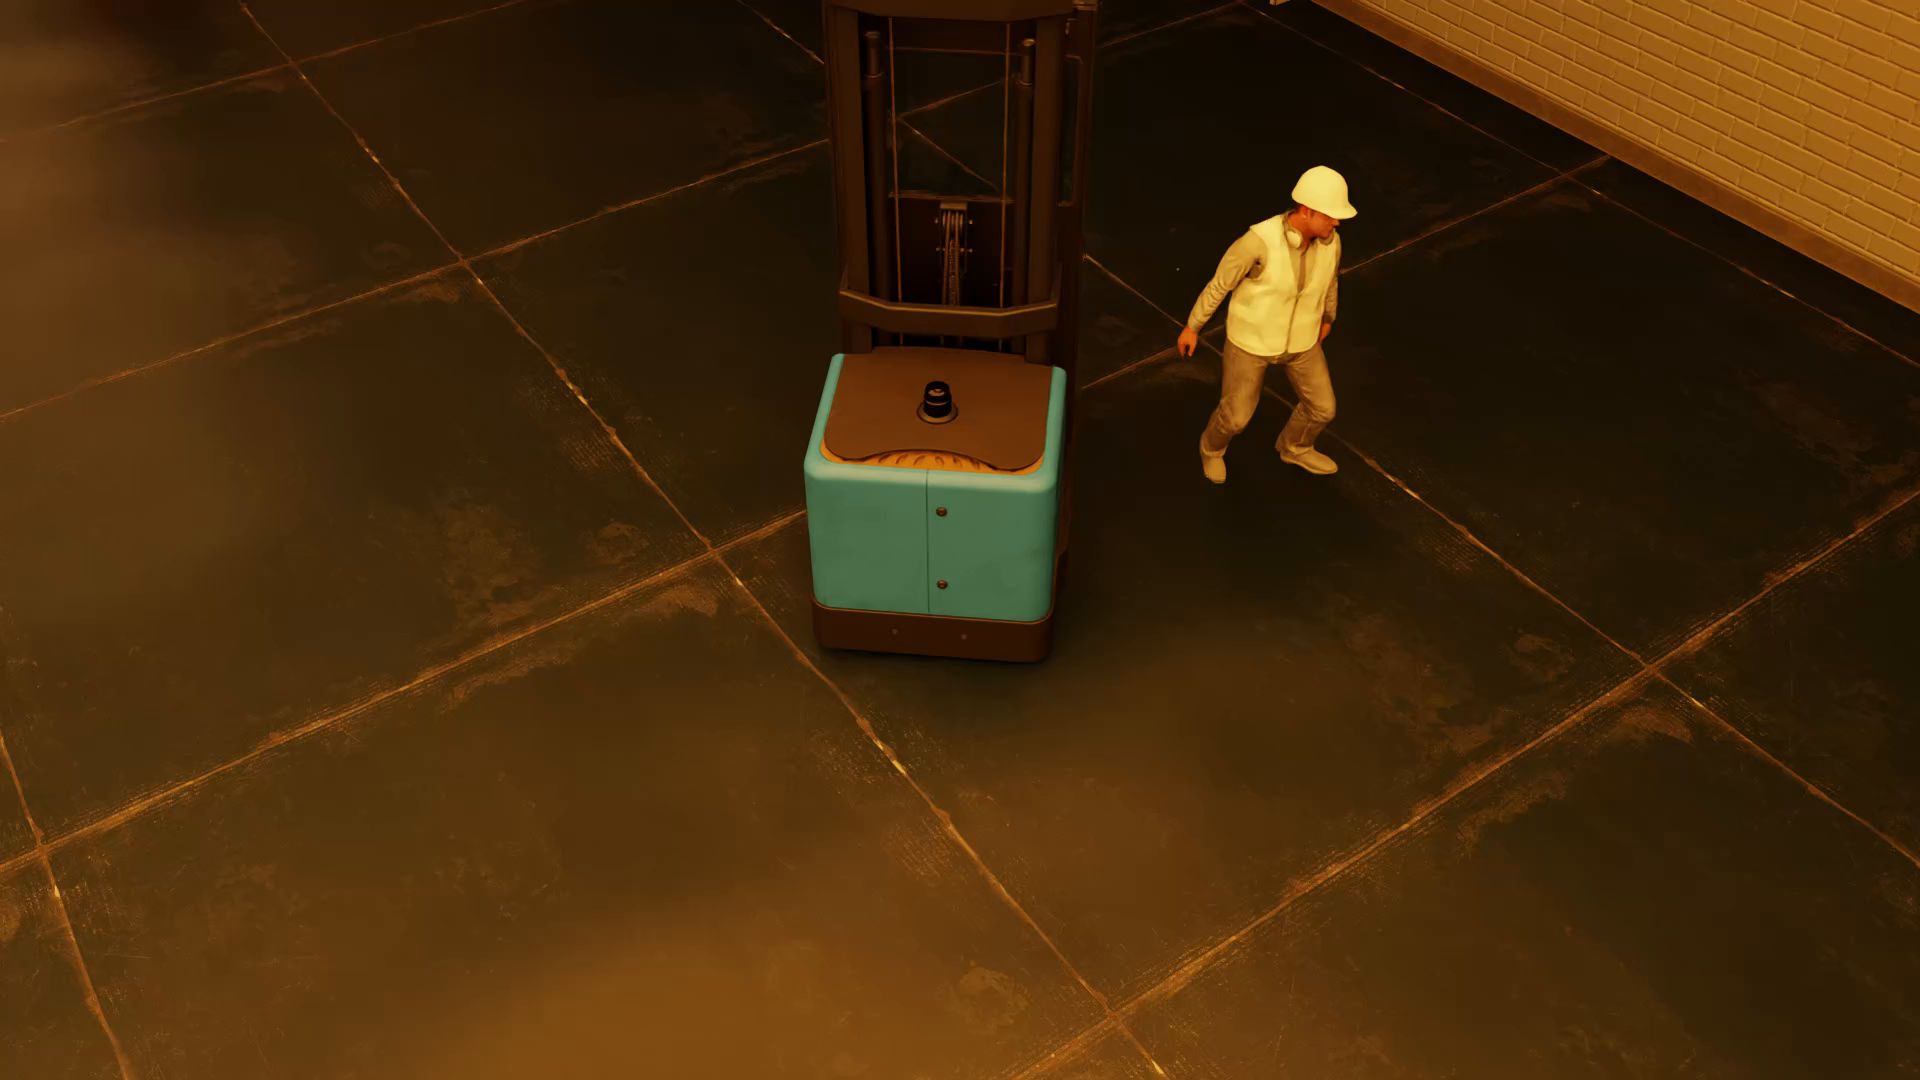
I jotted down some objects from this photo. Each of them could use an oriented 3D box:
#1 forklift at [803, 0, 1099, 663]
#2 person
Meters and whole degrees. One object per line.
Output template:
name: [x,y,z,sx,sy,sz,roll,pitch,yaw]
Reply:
forklift: [0.024,-1.544,7.390,1.130,2.935,3.031,4,43,4]
person: [1.429,-0.956,7.680,0.852,1.748,0.472,-9,43,-10]
